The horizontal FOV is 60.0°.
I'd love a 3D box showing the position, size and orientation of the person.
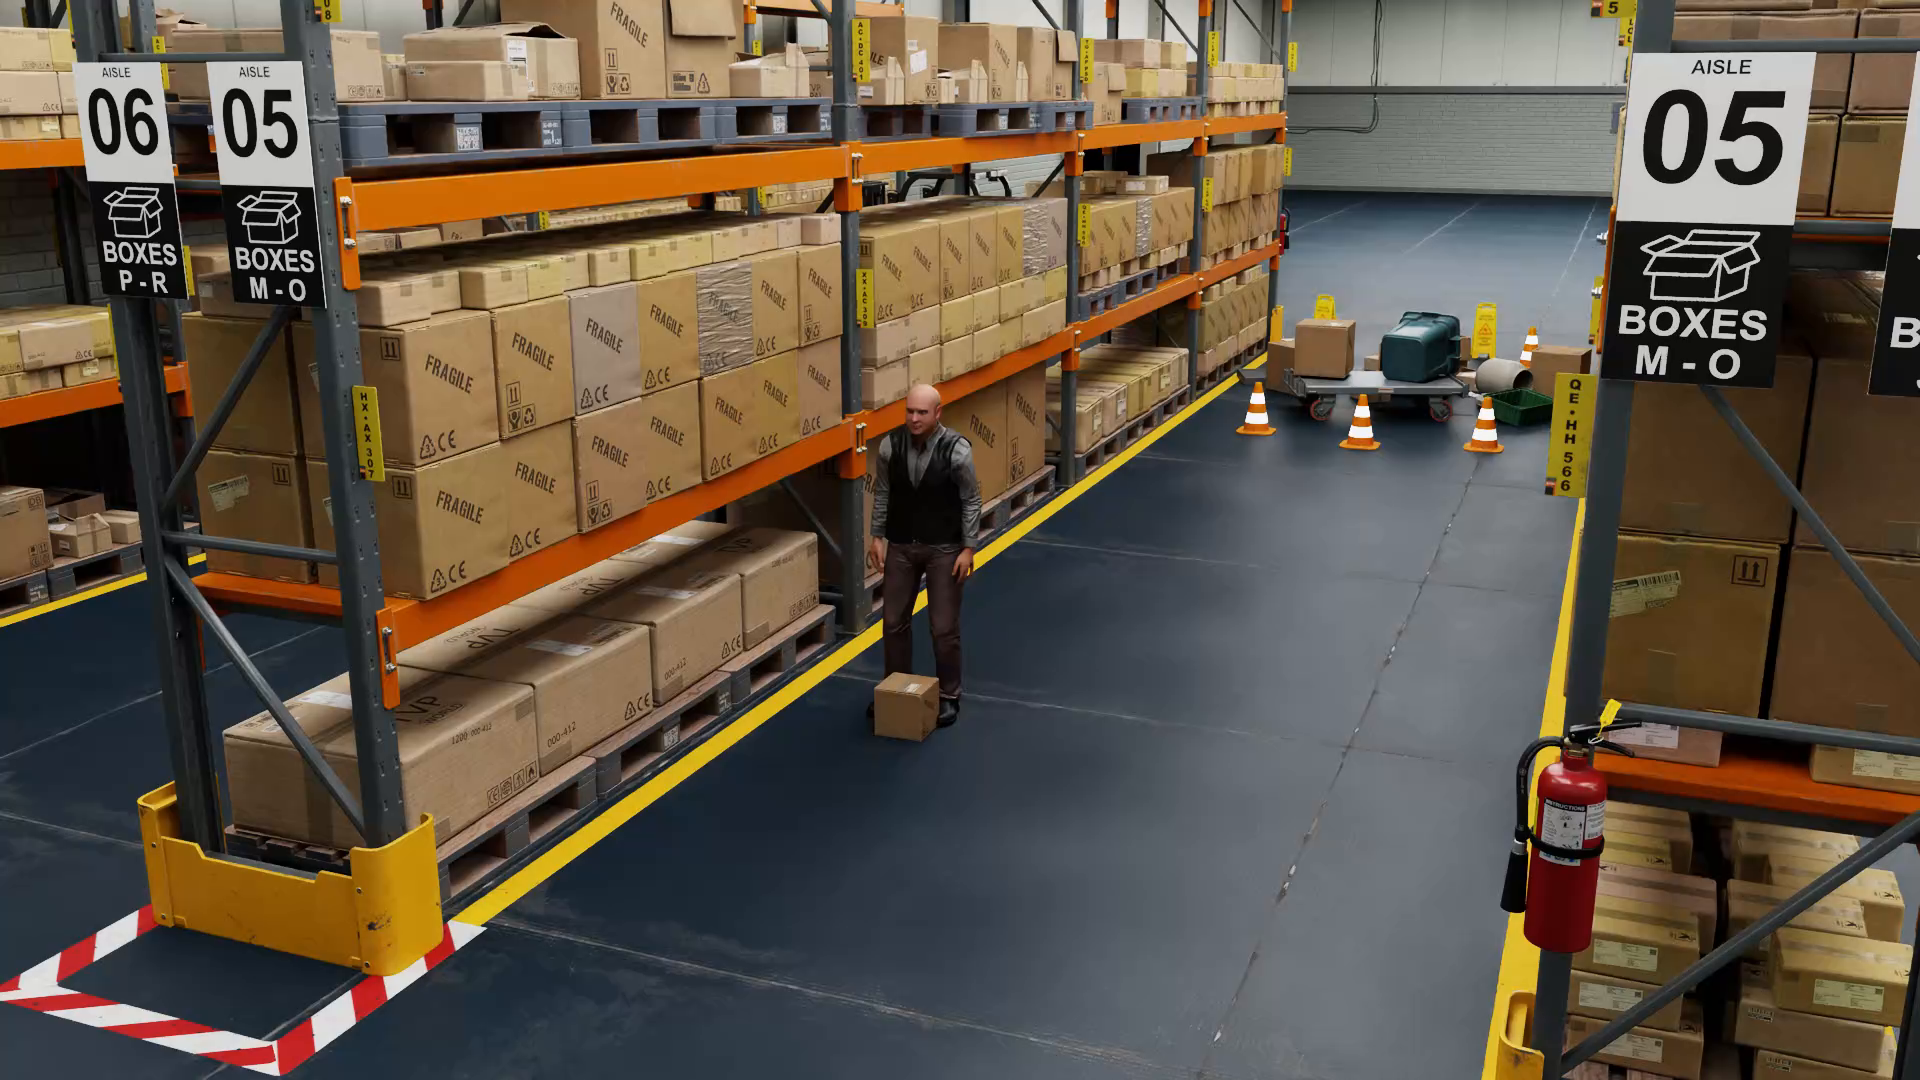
[{"bbox_3d":[-0.172,0.053,8.376,0.578,1.720,0.419,6,16,21],"label":"person"}]
